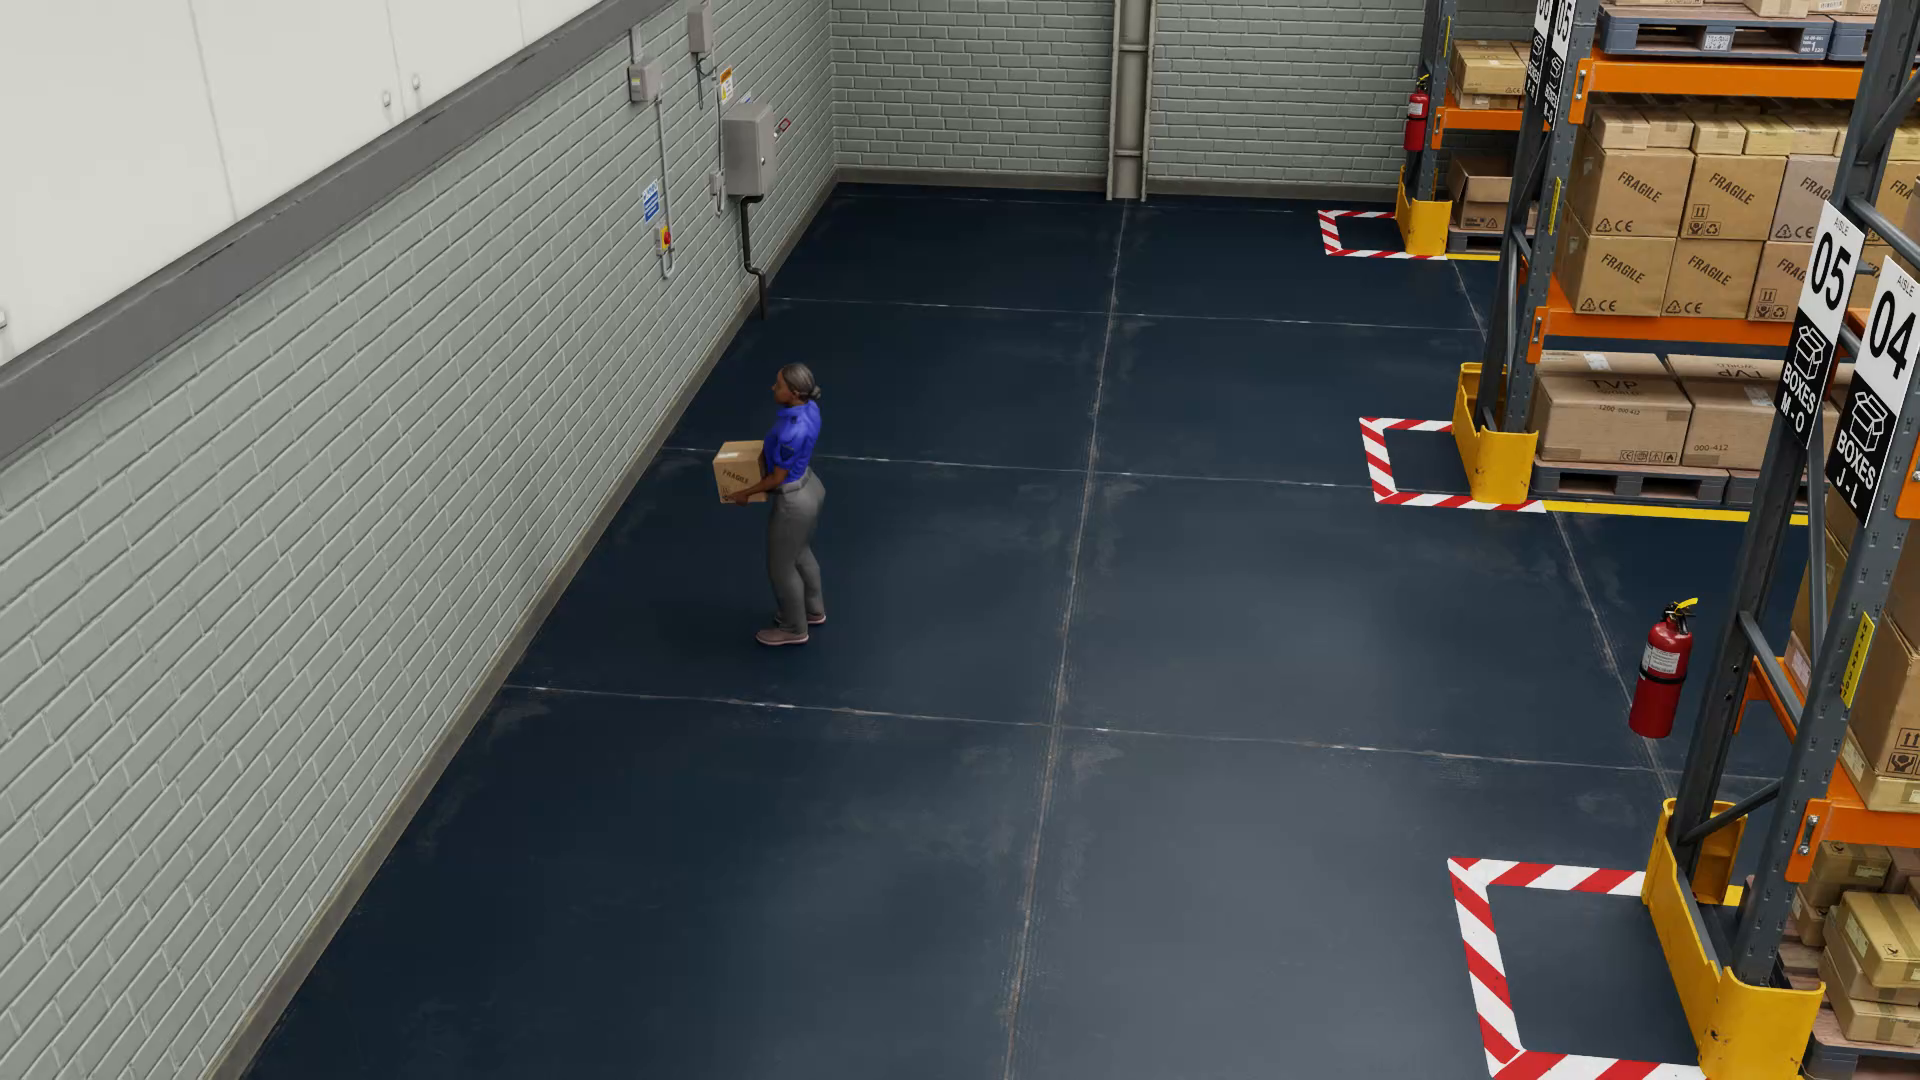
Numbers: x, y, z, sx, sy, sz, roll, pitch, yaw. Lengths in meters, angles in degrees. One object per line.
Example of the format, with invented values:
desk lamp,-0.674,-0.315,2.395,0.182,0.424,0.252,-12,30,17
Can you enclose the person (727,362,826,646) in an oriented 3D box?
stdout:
person,-0.977,-0.204,9.015,0.512,1.650,0.451,4,29,7
